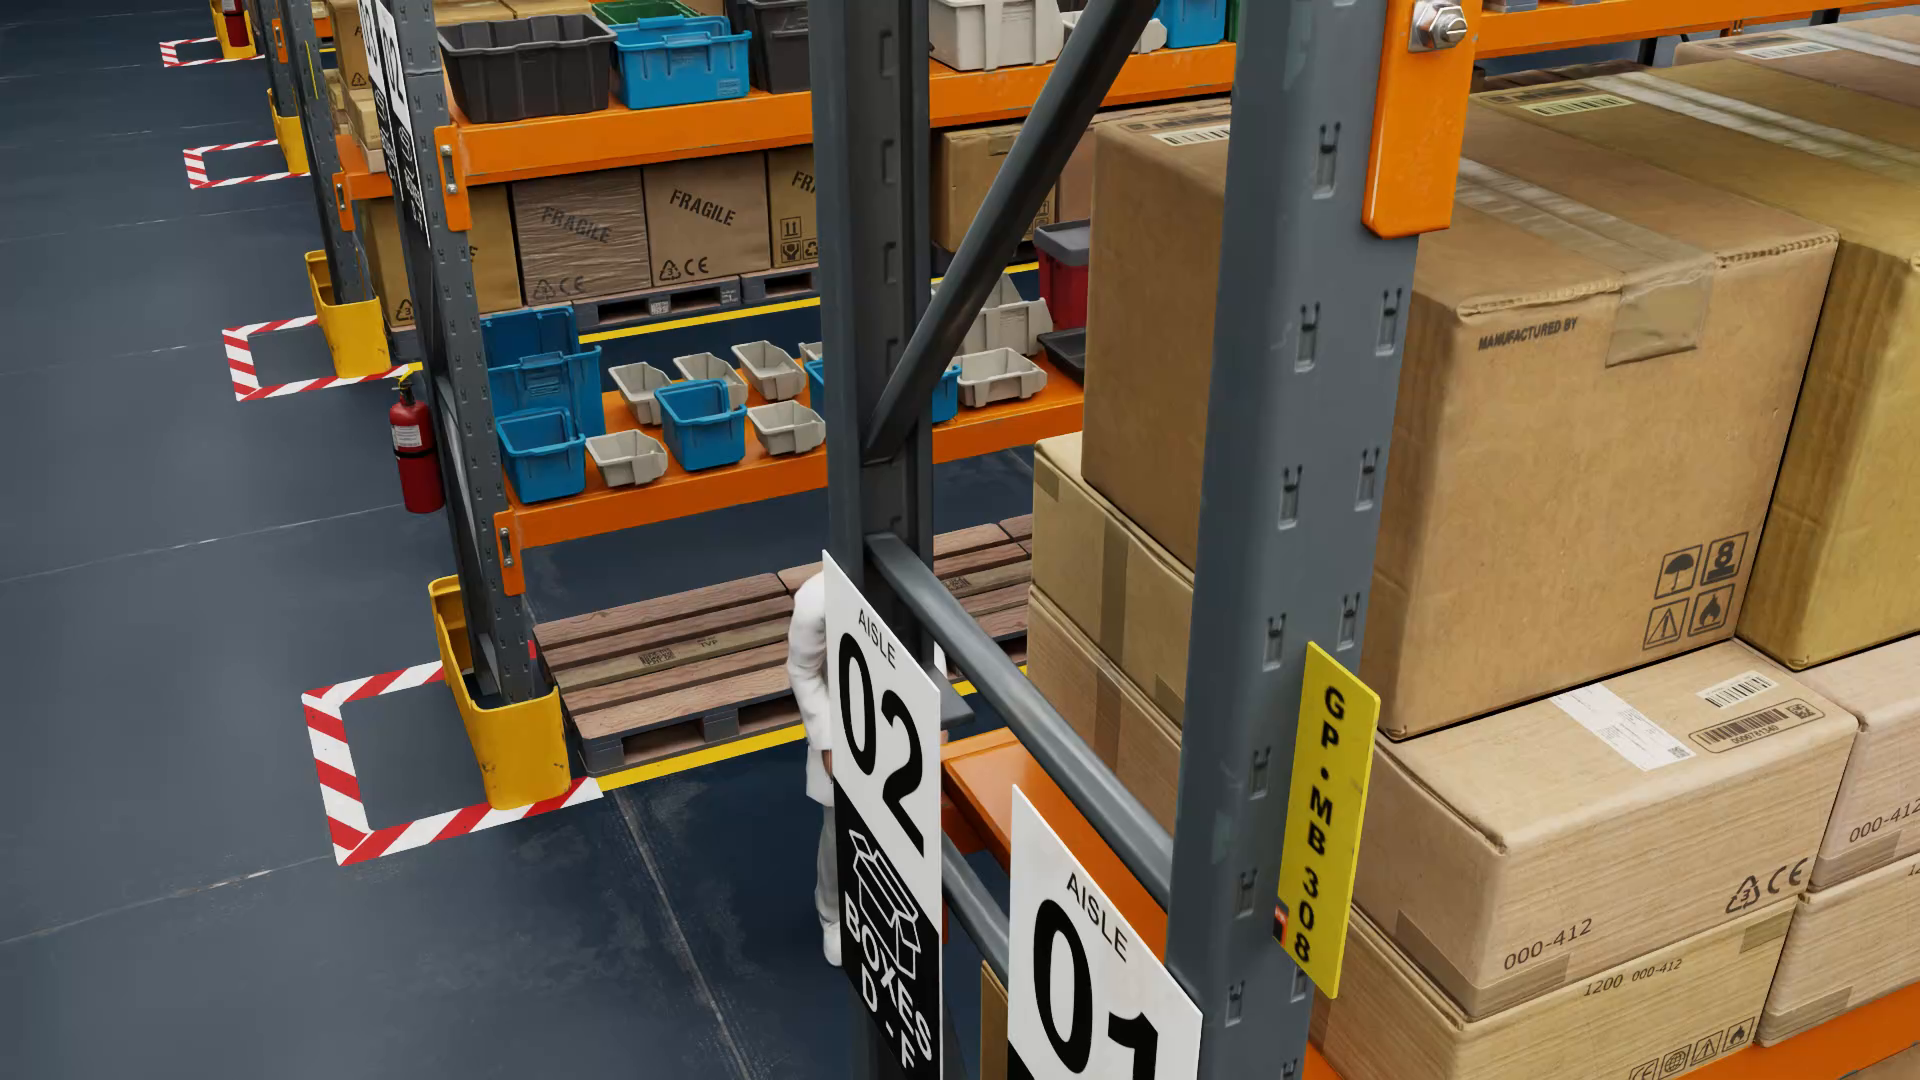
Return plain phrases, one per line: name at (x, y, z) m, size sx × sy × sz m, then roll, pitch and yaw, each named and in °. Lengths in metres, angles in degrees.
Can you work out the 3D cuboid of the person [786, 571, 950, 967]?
person at (-0.305, 0.683, 5.934) m, size 0.586 × 1.752 × 0.424 m, roll -14°, pitch 32°, yaw -23°
